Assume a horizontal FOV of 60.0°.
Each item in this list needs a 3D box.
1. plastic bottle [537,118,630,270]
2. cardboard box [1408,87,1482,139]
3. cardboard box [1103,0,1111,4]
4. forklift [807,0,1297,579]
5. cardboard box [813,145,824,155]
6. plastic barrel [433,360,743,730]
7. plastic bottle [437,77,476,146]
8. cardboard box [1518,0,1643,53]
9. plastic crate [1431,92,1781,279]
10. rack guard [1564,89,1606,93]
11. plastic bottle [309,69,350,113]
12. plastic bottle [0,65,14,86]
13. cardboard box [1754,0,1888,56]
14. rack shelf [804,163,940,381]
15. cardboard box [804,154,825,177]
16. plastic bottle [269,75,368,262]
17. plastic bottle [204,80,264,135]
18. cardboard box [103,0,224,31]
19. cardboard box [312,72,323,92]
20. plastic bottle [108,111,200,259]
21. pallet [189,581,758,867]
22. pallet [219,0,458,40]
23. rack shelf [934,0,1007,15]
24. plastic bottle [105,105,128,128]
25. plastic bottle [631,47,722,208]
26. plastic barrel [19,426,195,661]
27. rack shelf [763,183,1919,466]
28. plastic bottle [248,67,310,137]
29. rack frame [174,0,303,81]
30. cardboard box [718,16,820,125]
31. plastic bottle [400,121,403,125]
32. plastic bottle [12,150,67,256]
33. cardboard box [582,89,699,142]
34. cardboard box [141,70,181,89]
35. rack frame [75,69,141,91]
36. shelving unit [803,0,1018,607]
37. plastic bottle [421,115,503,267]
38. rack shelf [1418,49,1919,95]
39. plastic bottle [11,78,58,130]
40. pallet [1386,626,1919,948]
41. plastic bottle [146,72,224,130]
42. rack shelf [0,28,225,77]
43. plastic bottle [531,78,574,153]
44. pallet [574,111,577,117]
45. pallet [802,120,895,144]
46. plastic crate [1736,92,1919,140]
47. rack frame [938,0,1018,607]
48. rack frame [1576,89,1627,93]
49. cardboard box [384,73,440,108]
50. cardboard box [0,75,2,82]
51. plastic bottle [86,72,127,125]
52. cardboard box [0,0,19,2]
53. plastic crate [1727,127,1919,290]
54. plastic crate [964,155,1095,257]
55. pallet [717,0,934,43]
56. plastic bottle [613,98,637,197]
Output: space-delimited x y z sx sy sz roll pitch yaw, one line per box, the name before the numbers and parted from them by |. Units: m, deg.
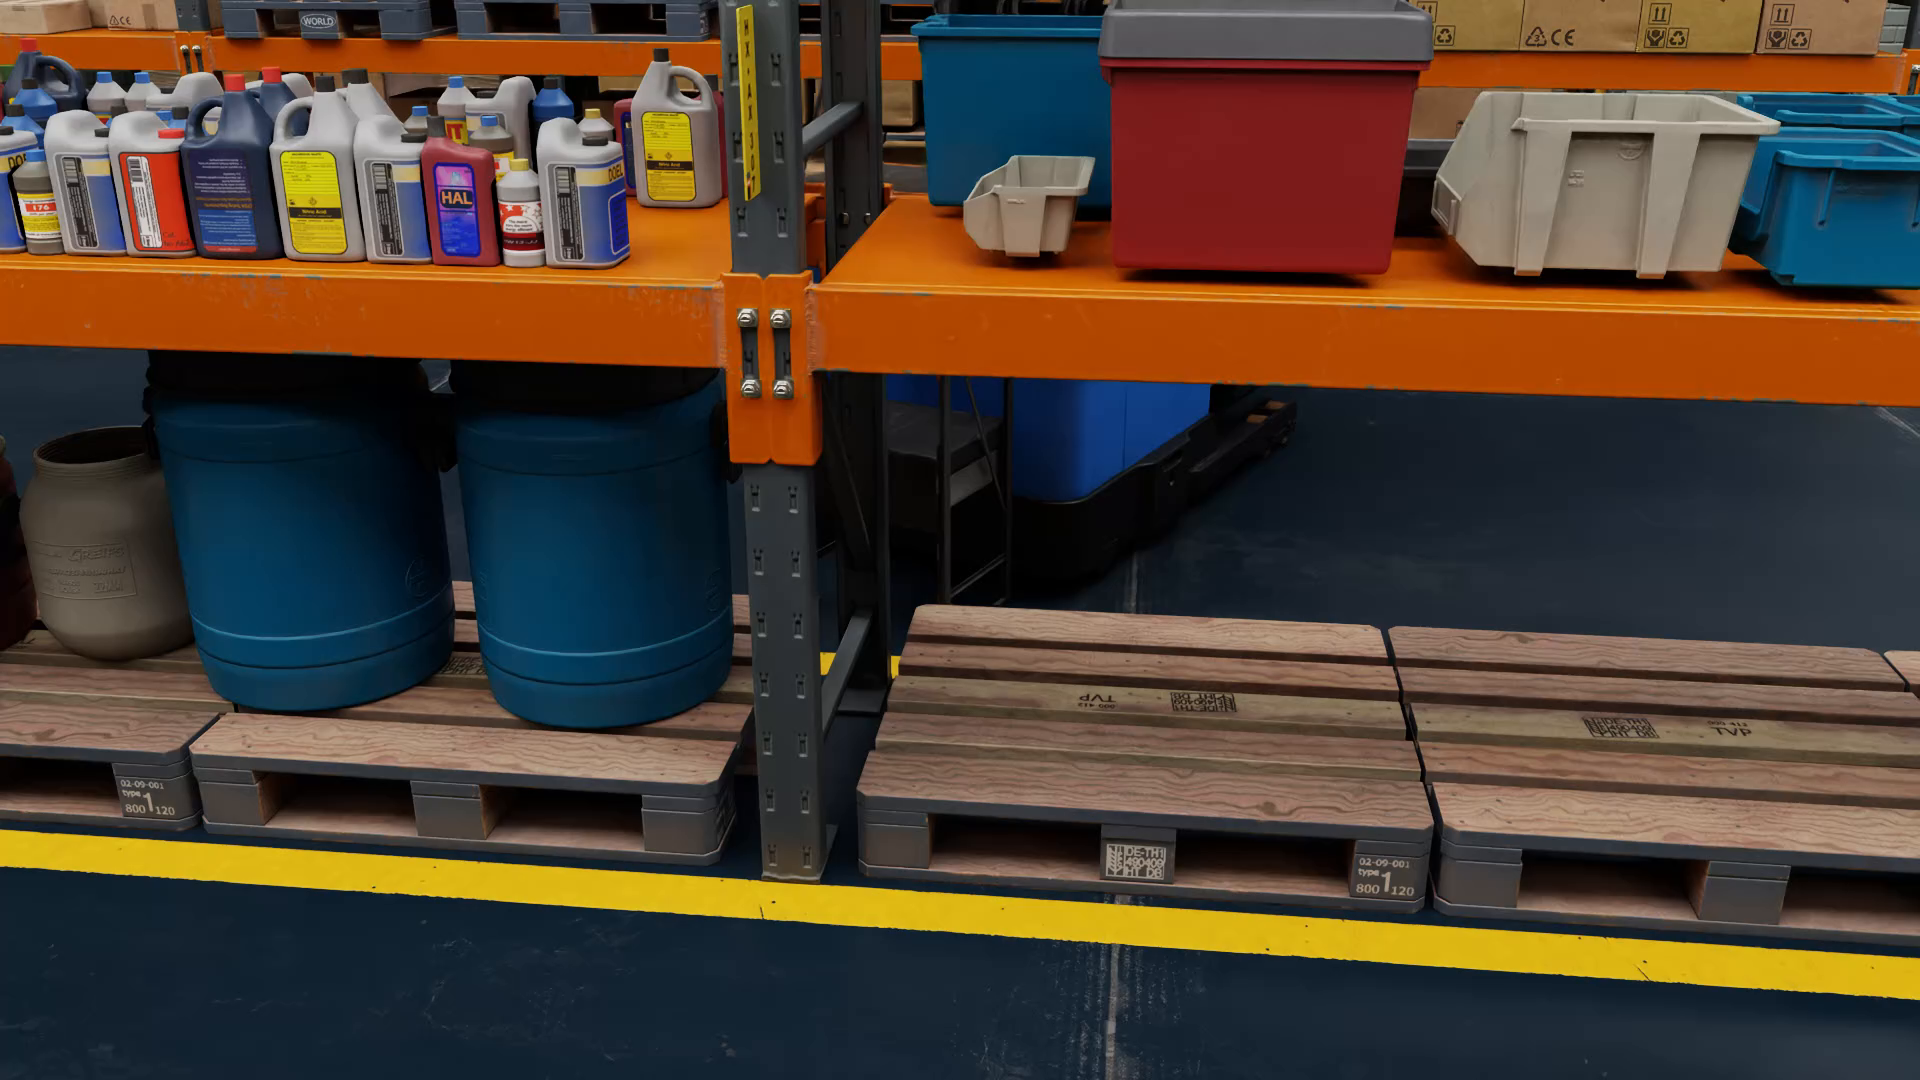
plastic bottle | -0.734 -0.681 3.250 0.135 0.276 0.152 2 22 6
cardboard box | 3.630 -3.332 12.616 0.500 0.500 0.700 2 22 6
cardboard box | 0.756 -2.573 7.731 0.500 0.500 0.500 3 22 8
forklift | 0.637 -1.744 5.864 1.130 2.935 3.031 12 25 28
cardboard box | -0.701 -1.819 8.762 0.500 0.500 0.500 3 22 7
plastic barrel | -0.843 -0.089 3.867 0.708 0.901 0.600 2 22 6
plastic bottle | -1.195 -0.969 3.987 0.097 0.271 0.097 0 22 0
cardboard box | 2.767 -2.486 7.512 0.500 0.500 0.500 3 22 7
plastic crate | 1.190 -0.679 3.156 0.530 0.282 0.437 2 22 6
rack guard | 4.857 -3.120 12.651 0.348 0.500 1.175 2 22 6
plastic bottle | -1.500 -0.995 4.036 0.133 0.283 0.061 2 22 6
plastic bottle | -2.374 -1.033 4.132 0.133 0.283 0.061 2 22 6
cardboard box | 3.778 -2.441 7.398 0.500 0.500 0.500 3 22 8
rack shelf | -0.164 -0.770 4.568 0.480 0.518 0.431 12 24 27
cardboard box | -0.732 -1.631 8.287 0.500 0.500 0.500 3 22 6
plastic bottle | -1.256 -0.737 3.290 0.185 0.351 0.144 2 22 6
plastic bottle | -1.657 -0.925 3.869 0.135 0.276 0.152 2 22 6
cardboard box | -4.046 -2.811 8.591 0.500 0.311 0.500 4 22 10
cardboard box | -5.329 -3.778 13.718 0.500 0.500 0.700 3 22 7
plastic bottle | -1.598 -0.718 3.346 0.135 0.276 0.152 2 22 6
pallet | -1.066 0.409 4.119 1.213 0.211 1.003 2 22 6
pallet | -3.009 -2.728 8.521 1.003 0.211 1.213 2 22 6
rack shelf | -0.164 -1.421 4.310 0.480 0.518 0.431 12 24 27
plastic bottle | -1.735 -0.768 3.478 0.097 0.271 0.097 0 22 0
plastic bottle | -0.656 -0.952 3.834 0.185 0.351 0.144 2 22 6
plastic barrel | -2.096 0.005 4.160 0.421 0.512 0.421 0 22 0
rack shelf | 1.682 -0.418 3.396 4.000 0.370 1.077 2 22 6
plastic bottle | -1.422 -0.797 3.444 0.185 0.351 0.144 2 22 6
rack frame | -3.690 -2.821 8.495 0.127 3.000 1.000 2 22 6
cardboard box | -1.527 -3.705 13.084 0.750 0.750 0.750 2 22 6
plastic bottle | -1.388 -0.945 4.021 0.097 0.201 0.097 0 22 0
plastic bottle | -1.850 -0.684 3.361 0.097 0.201 0.097 0 22 0
cardboard box | -1.661 -2.213 8.740 0.500 0.250 0.500 2 22 5
cardboard box | -6.350 -3.819 13.821 0.500 0.500 0.700 3 22 8
rack frame | -7.083 -4.803 13.508 0.127 3.000 1.000 2 22 6
shelving unit | -0.164 -0.782 4.563 0.503 2.100 0.431 12 24 27
plastic bottle | -0.969 -0.677 3.232 0.133 0.283 0.061 2 22 6
rack shelf | 2.268 -2.227 7.970 4.000 0.370 1.077 2 22 6
plastic bottle | -2.191 -0.959 3.962 0.097 0.271 0.097 0 22 0
pallet | 1.645 0.527 3.820 1.213 0.211 1.003 2 22 6
plastic bottle | -1.869 -0.991 4.035 0.135 0.276 0.152 2 22 6
rack shelf | -5.676 -2.573 8.846 4.000 0.370 1.077 2 22 6
plastic bottle | -0.964 -0.959 3.962 0.097 0.271 0.097 0 22 0
pallet | -3.887 -3.367 13.669 1.213 0.211 1.003 2 22 6
pallet | -1.129 -3.217 13.291 1.213 0.211 1.003 2 22 6
plastic crate | 1.856 -0.817 3.573 0.300 0.233 0.416 2 22 6
rack frame | 0.049 -0.738 4.452 0.015 2.100 0.400 12 24 27
rack frame | 4.834 -4.283 12.194 0.127 3.000 1.000 2 22 6
cardboard box | -4.330 -3.748 13.643 0.500 0.500 0.700 2 22 6
cardboard box | -8.118 -3.875 13.963 0.500 0.500 0.500 1 22 2
plastic bottle | -2.078 -1.008 4.084 0.097 0.271 0.097 0 22 0
cardboard box | -4.963 -2.738 8.628 0.250 0.149 0.380 4 22 10
plastic crate | 1.598 -0.612 3.053 0.300 0.233 0.416 2 22 6
plastic crate | 0.141 -0.672 3.337 0.243 0.136 0.396 2 22 6
pallet | -0.499 -2.633 8.280 1.213 0.211 1.003 2 22 6
plastic bottle | -0.751 -0.962 3.953 0.133 0.283 0.061 2 22 6
